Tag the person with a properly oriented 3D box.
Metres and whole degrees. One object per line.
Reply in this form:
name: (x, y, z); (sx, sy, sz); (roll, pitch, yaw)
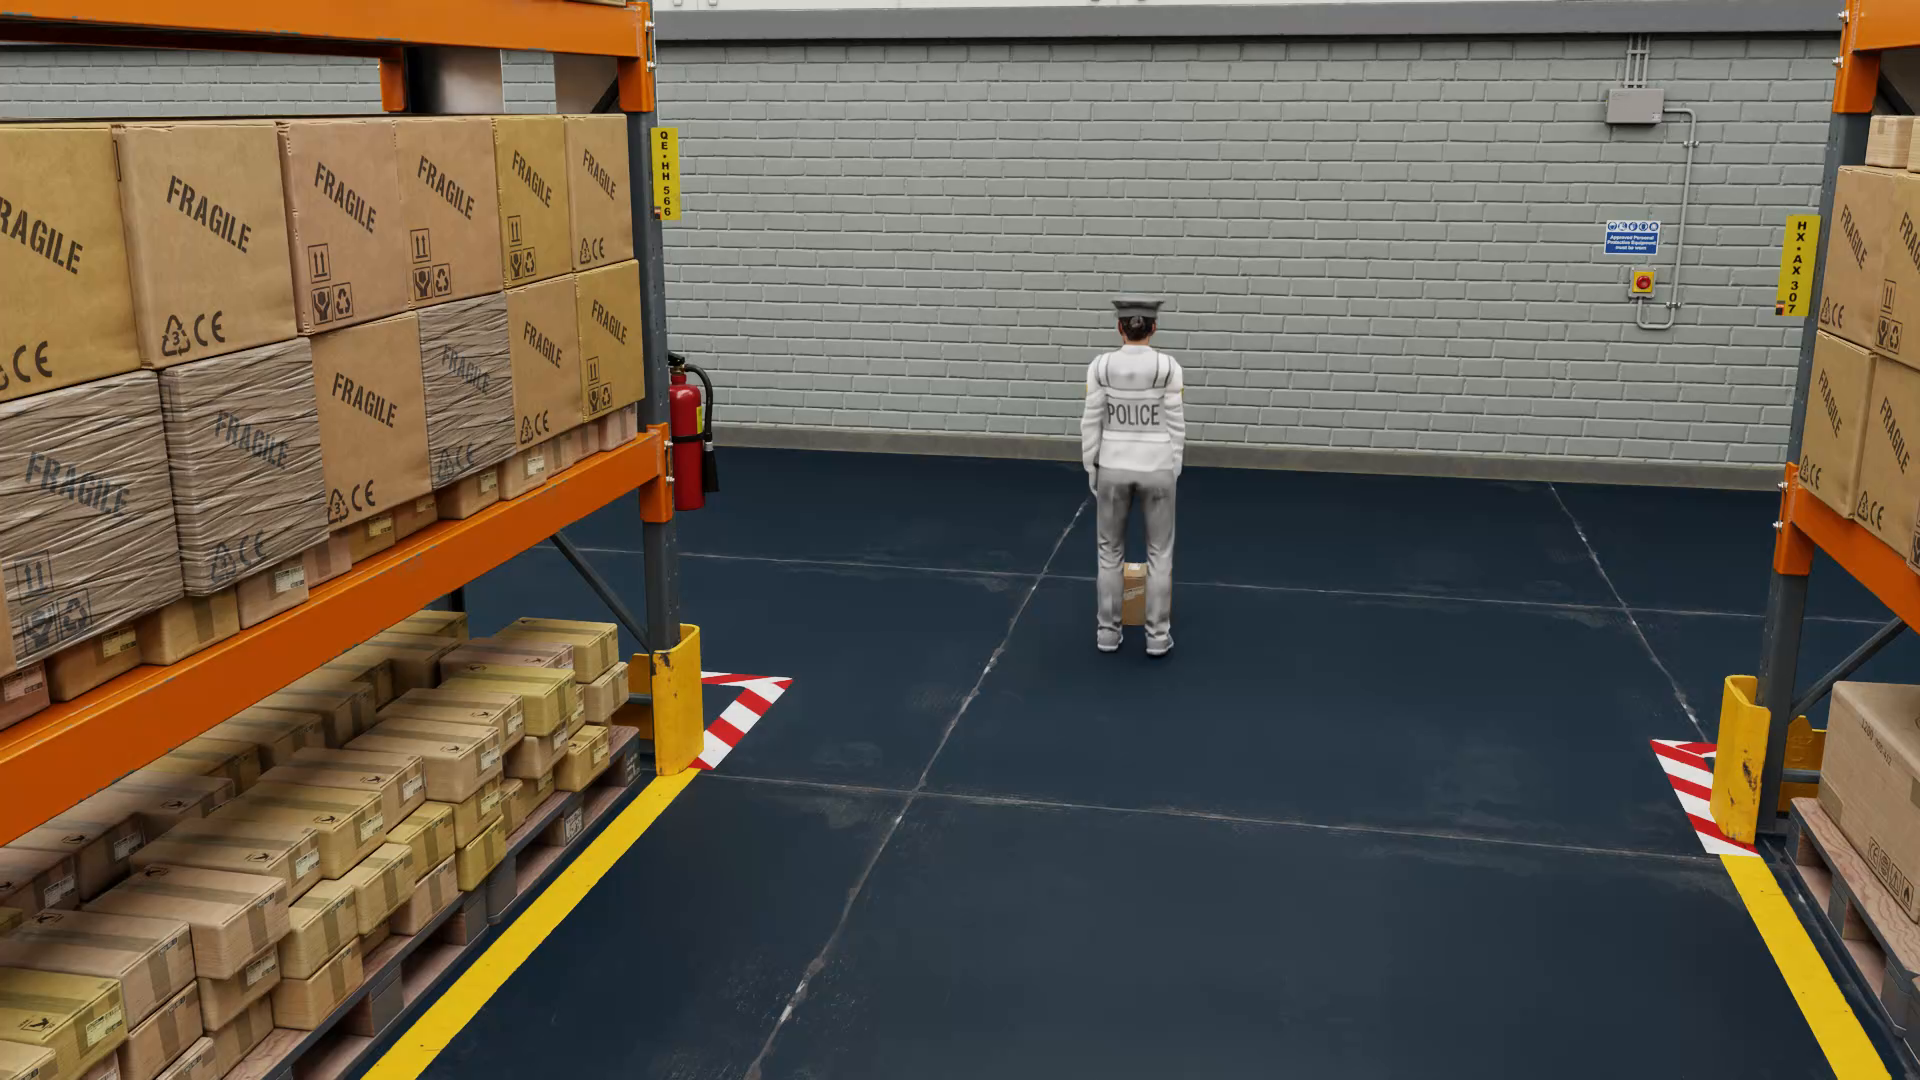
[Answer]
person: (0.790, -0.290, 7.637); (0.475, 1.661, 0.327); (3, 15, 12)
